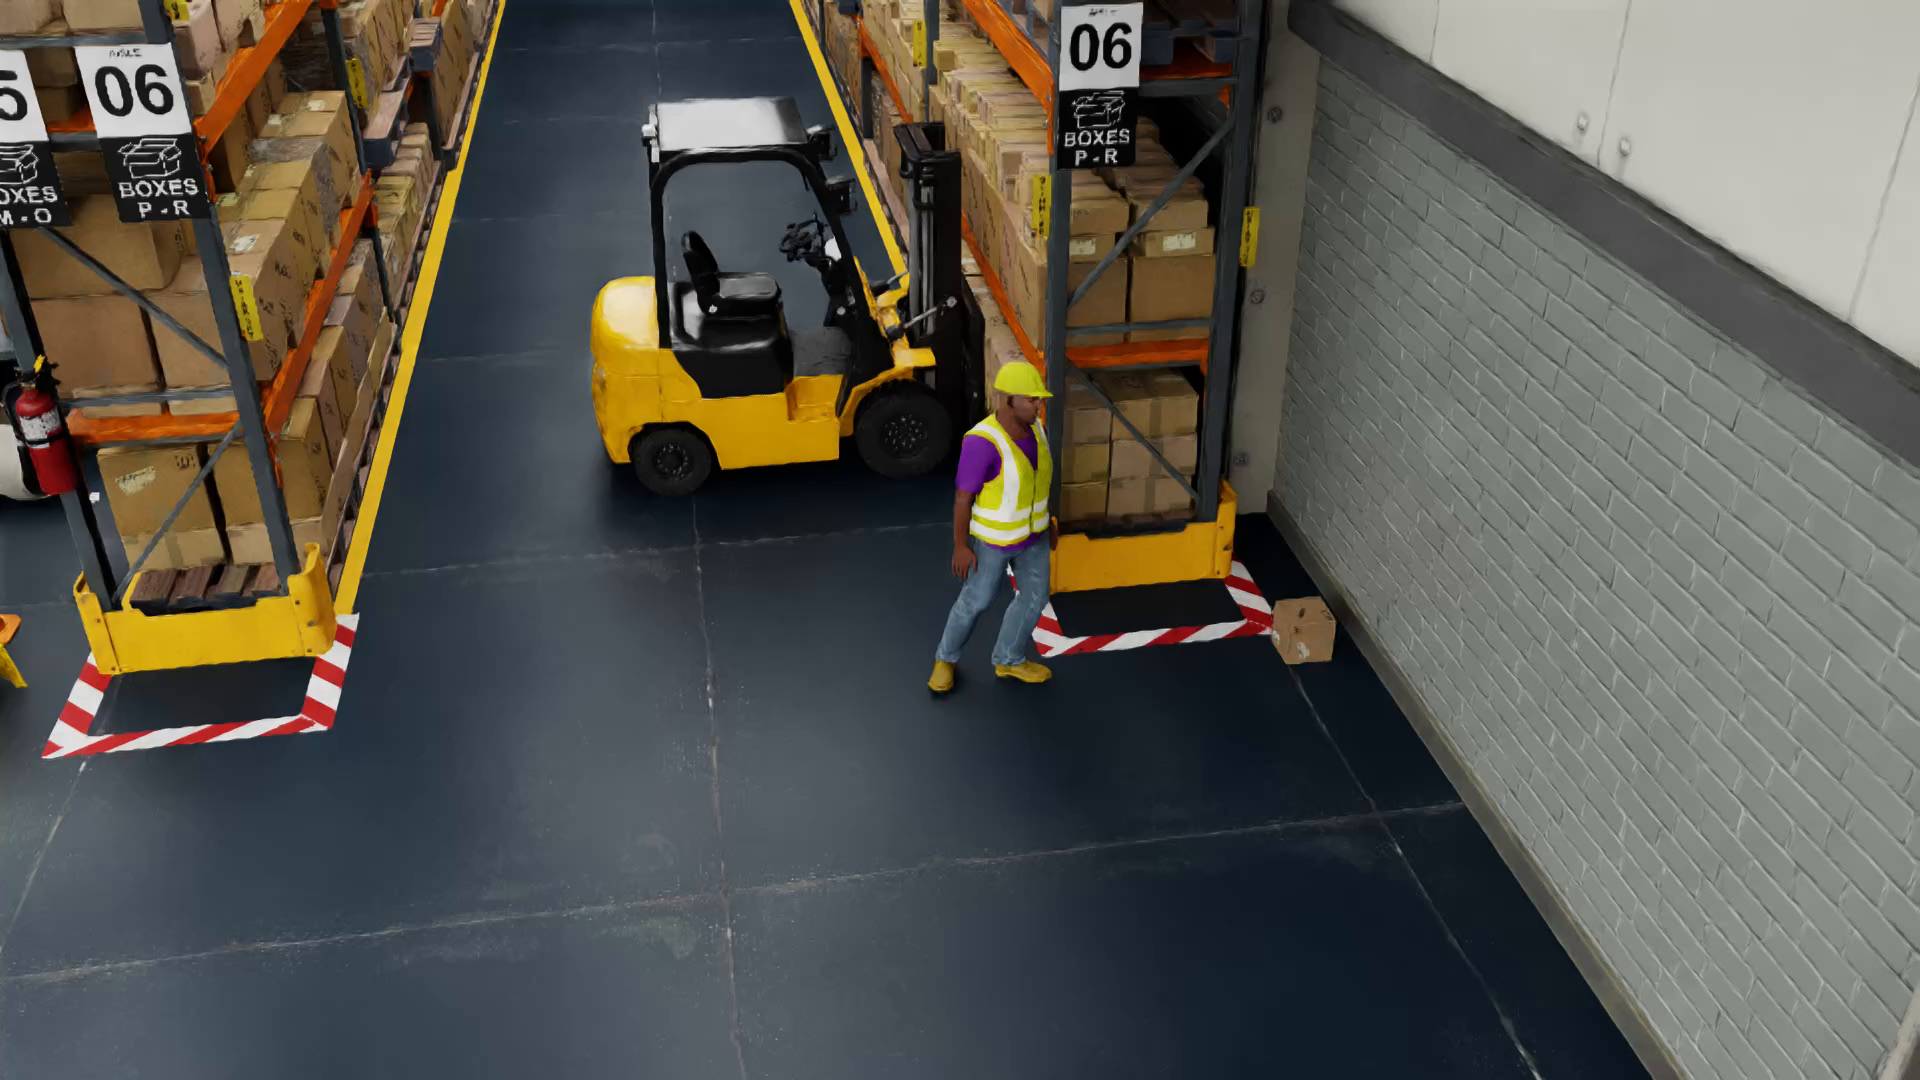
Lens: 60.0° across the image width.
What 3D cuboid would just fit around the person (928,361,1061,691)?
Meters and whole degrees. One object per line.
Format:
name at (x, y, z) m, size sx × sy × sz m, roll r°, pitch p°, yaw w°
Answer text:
person at (0.165, -0.047, 8.208) m, size 0.696 × 1.749 × 0.504 m, roll -27°, pitch 40°, yaw -37°
